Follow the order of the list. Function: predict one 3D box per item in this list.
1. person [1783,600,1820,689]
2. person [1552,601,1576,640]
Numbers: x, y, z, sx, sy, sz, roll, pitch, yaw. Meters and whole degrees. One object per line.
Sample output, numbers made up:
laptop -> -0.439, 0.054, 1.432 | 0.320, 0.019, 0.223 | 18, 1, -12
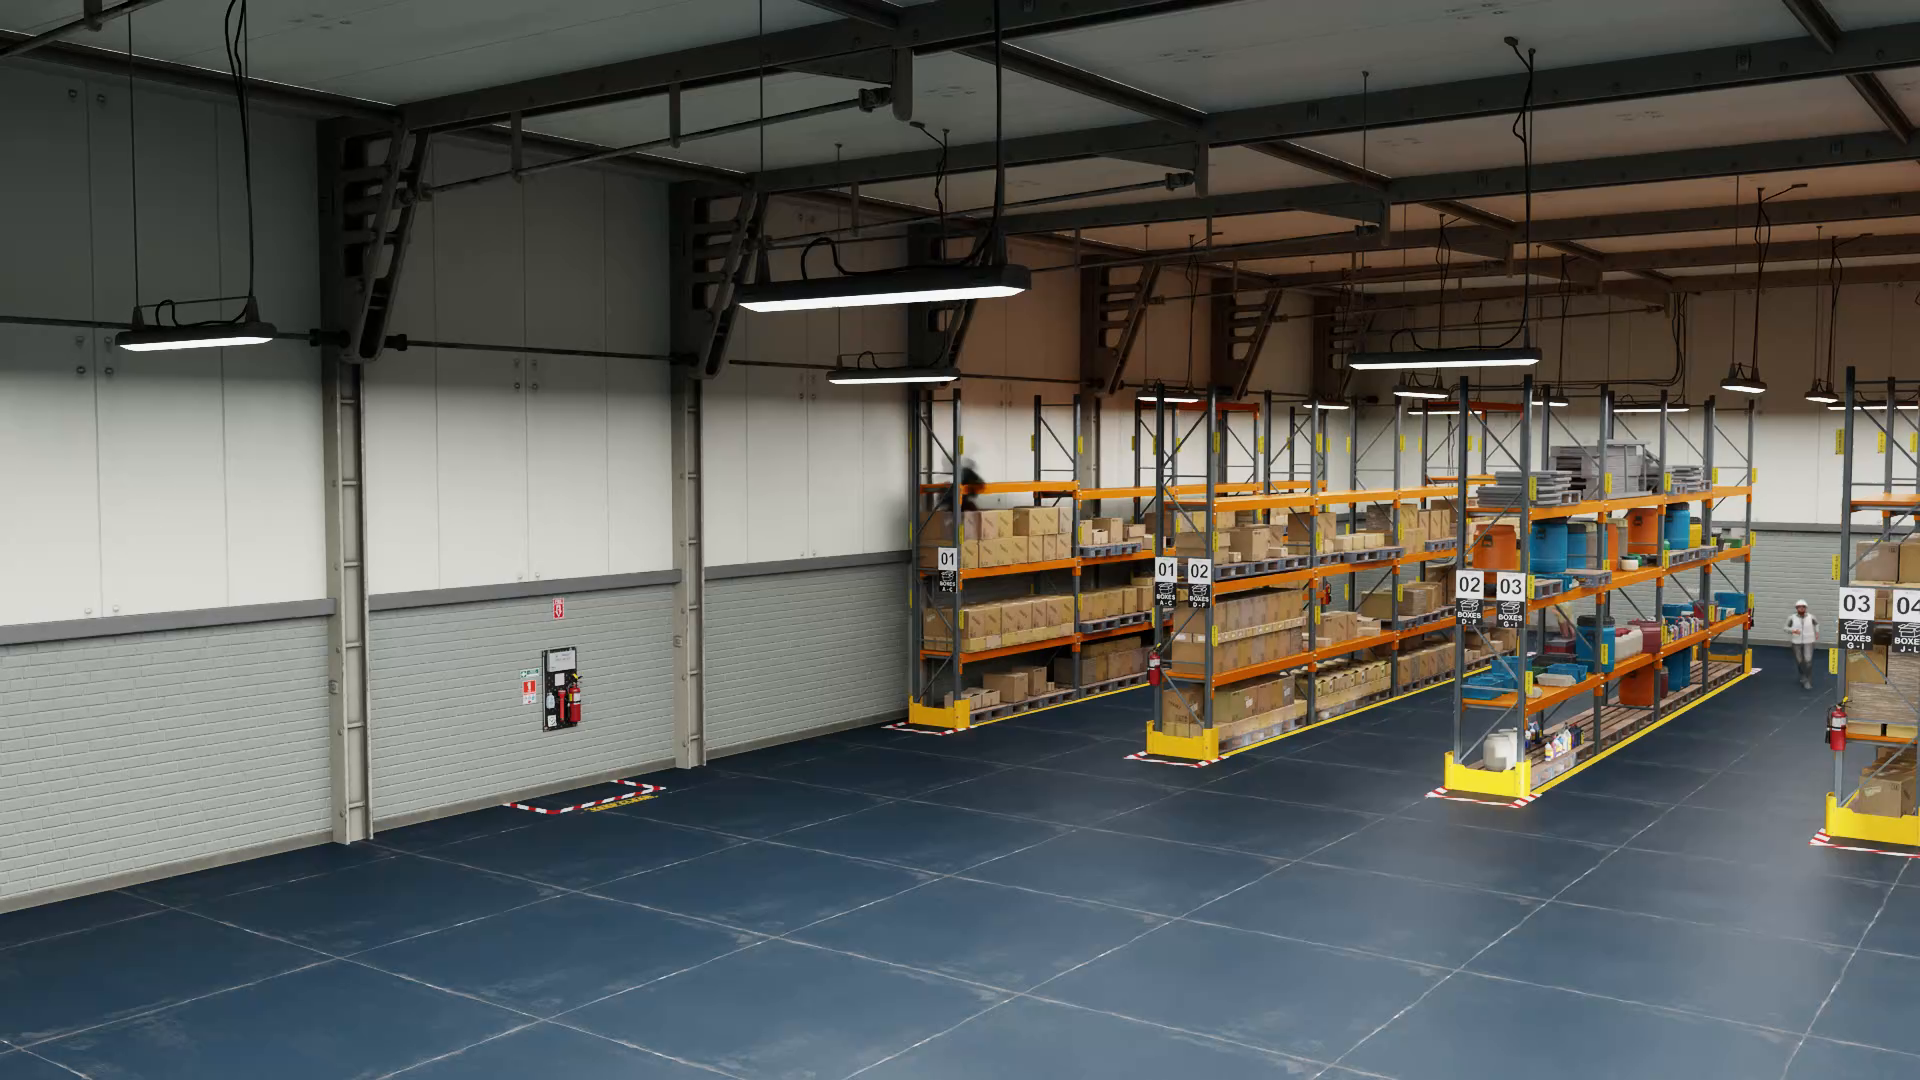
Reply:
person -> 17.443, 2.162, 34.488 | 0.677, 1.846, 0.723 | 2, 4, 27
person -> 14.286, 1.948, 39.283 | 0.612, 1.647, 0.834 | -1, 3, -17
